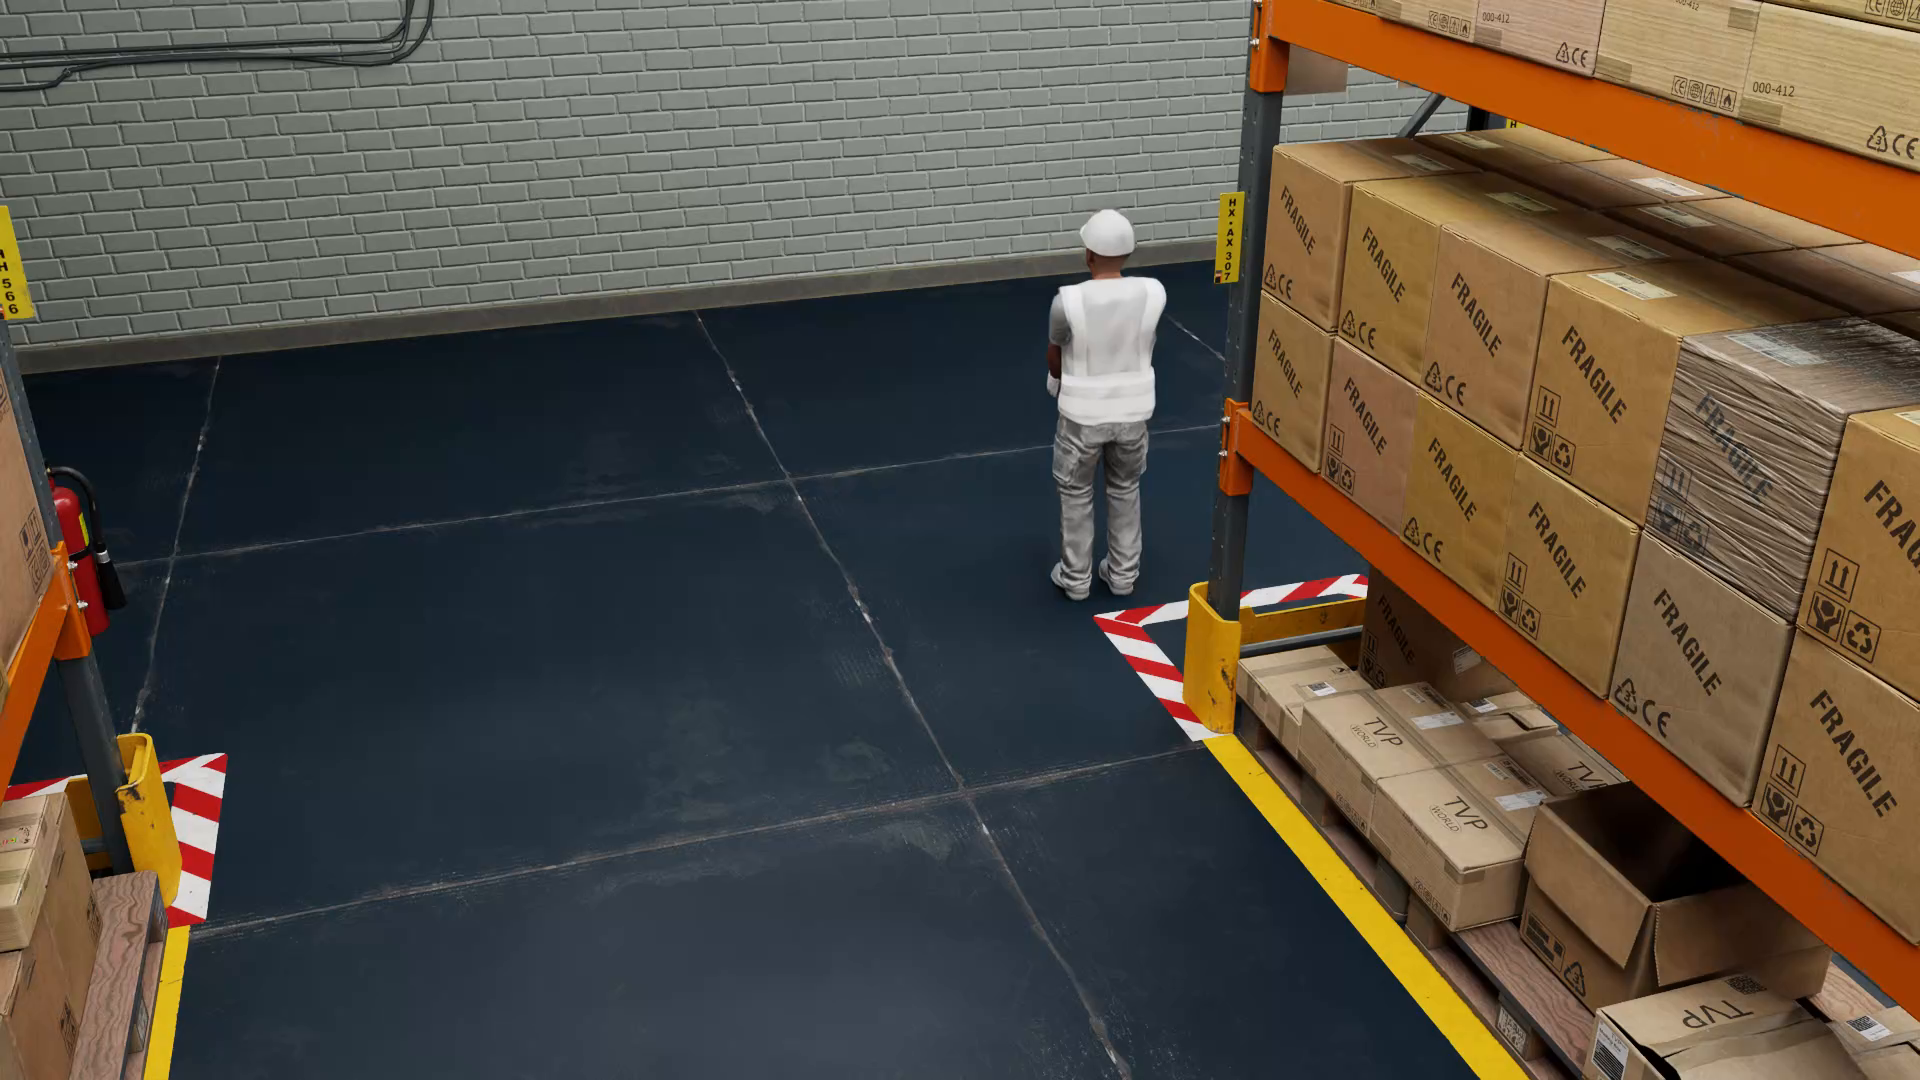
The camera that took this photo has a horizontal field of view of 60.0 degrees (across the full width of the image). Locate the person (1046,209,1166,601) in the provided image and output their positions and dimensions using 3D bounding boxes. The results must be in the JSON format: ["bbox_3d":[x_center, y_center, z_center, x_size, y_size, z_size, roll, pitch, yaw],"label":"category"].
[{"bbox_3d":[0.592,-0.599,7.313,0.490,1.782,0.576,-6,27,-12],"label":"person"}]
